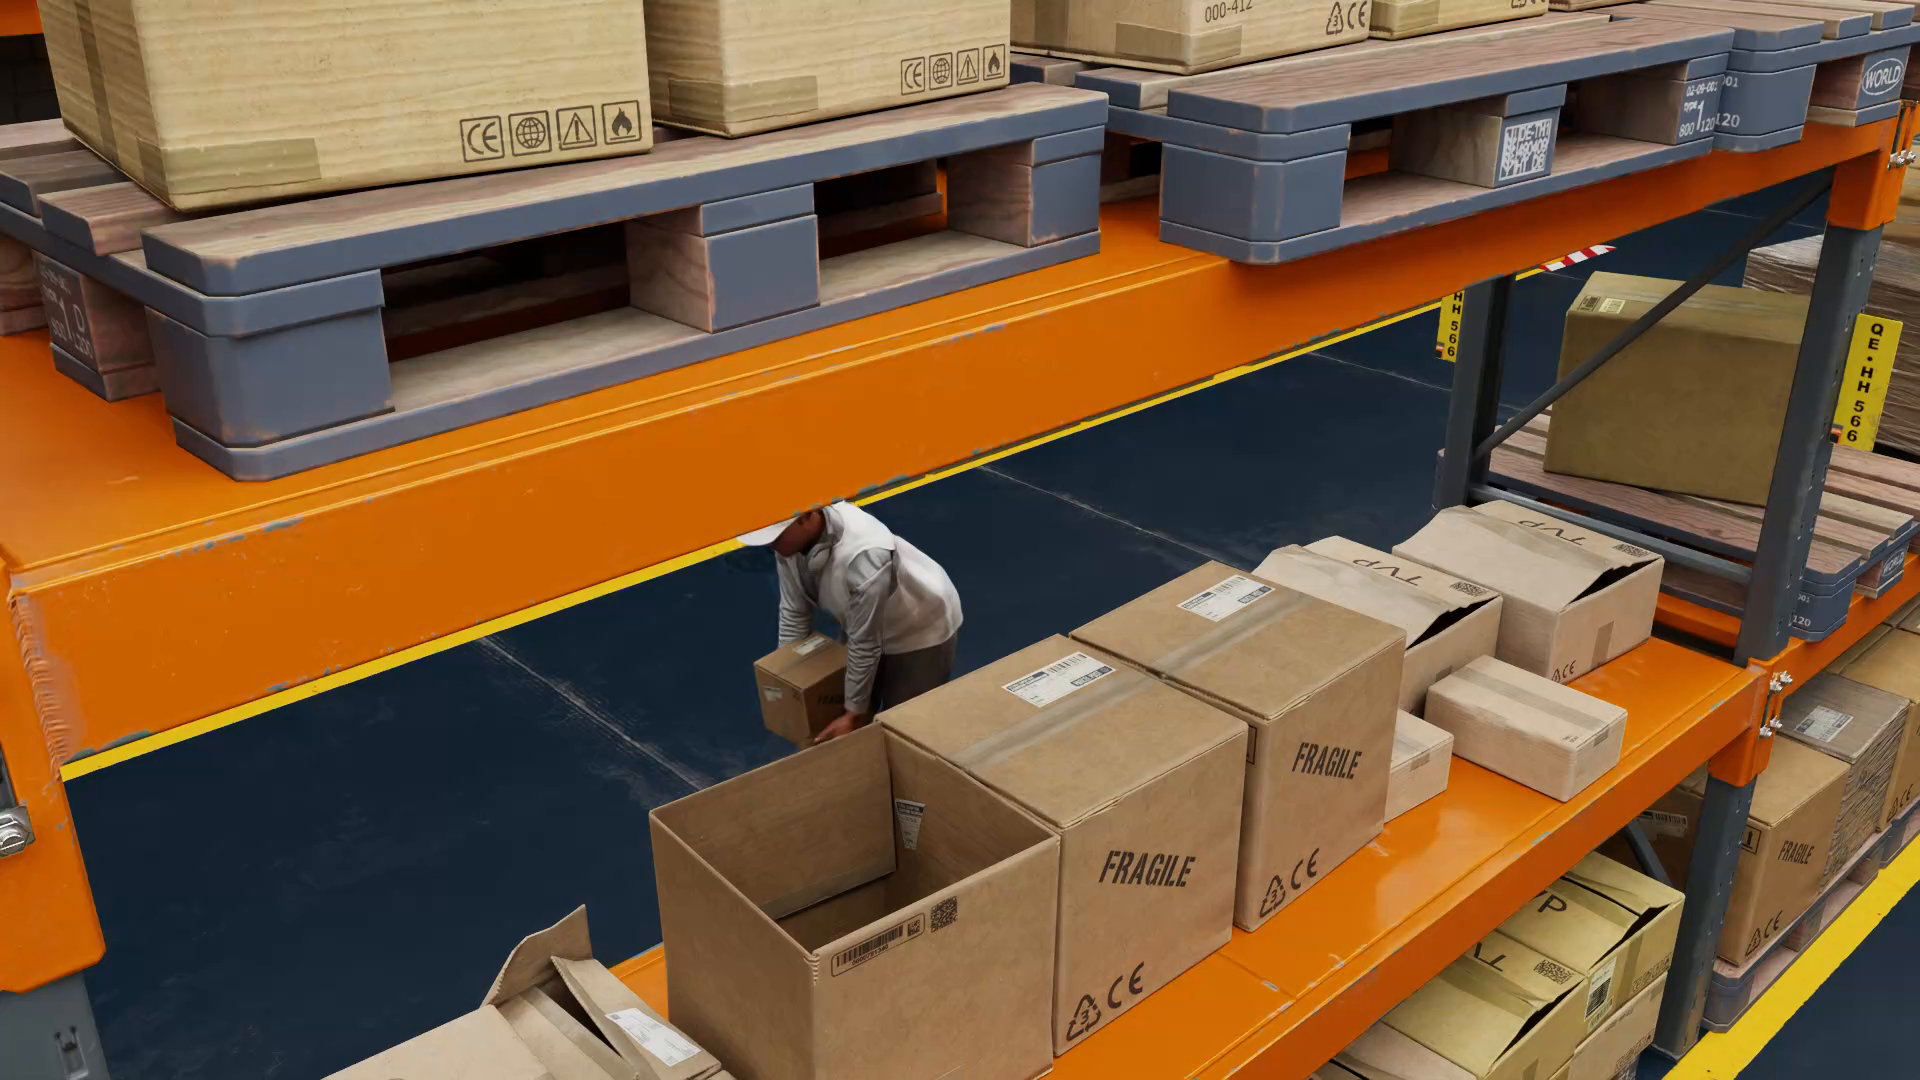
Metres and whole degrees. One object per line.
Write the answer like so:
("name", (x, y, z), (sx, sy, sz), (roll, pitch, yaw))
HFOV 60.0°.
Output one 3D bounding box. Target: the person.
("person", (-0.357, 0.419, 5.358), (0.794, 1.597, 0.467), (-22, 32, -39))
